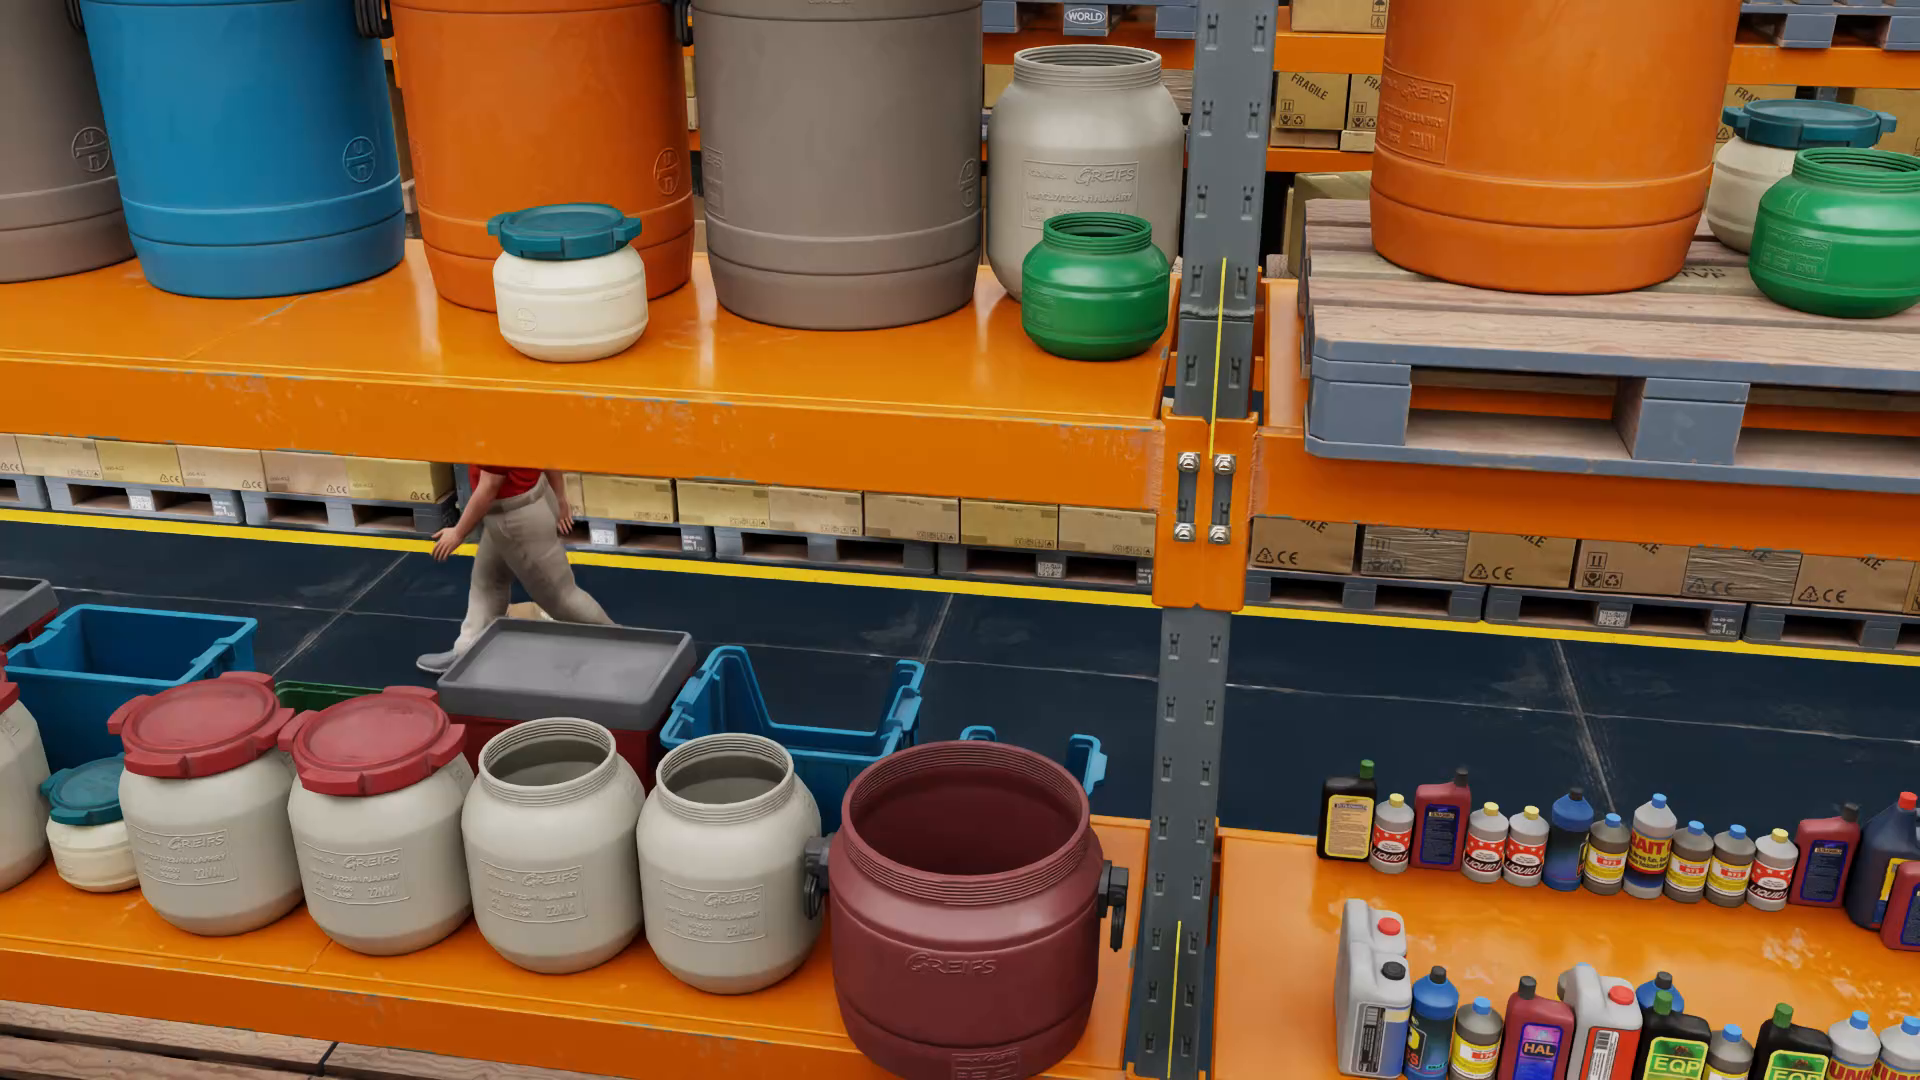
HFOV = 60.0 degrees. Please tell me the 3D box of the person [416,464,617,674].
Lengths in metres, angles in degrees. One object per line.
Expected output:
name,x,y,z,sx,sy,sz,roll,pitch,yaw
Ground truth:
person,-1.993,-0.105,7.337,1.067,1.665,0.563,-2,25,-4
